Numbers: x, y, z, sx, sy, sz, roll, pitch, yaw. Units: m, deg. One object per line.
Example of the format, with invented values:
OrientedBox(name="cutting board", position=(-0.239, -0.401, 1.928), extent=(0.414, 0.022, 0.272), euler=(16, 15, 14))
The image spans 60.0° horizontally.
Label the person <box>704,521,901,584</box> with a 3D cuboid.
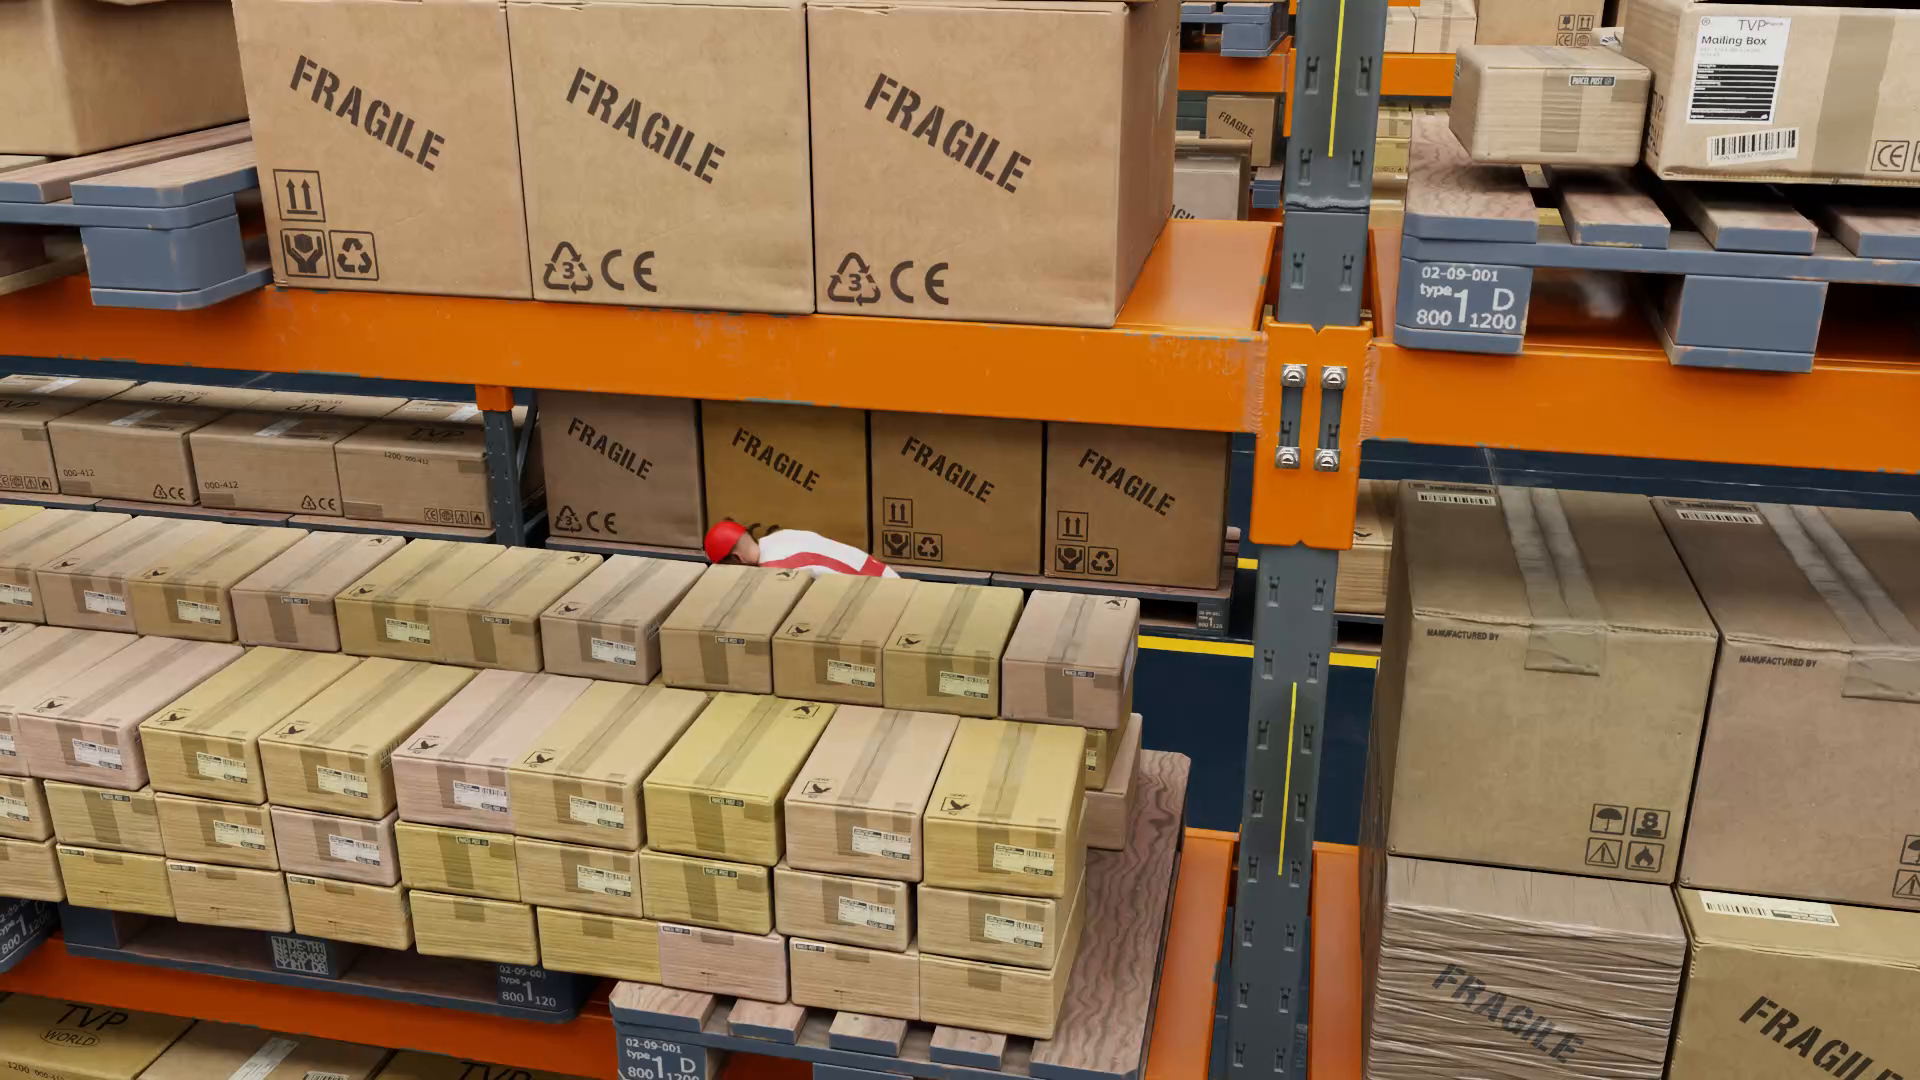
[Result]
OrientedBox(name="person", position=(-0.704, 0.336, 7.639), extent=(0.910, 0.874, 0.542), euler=(4, 22, 11))
